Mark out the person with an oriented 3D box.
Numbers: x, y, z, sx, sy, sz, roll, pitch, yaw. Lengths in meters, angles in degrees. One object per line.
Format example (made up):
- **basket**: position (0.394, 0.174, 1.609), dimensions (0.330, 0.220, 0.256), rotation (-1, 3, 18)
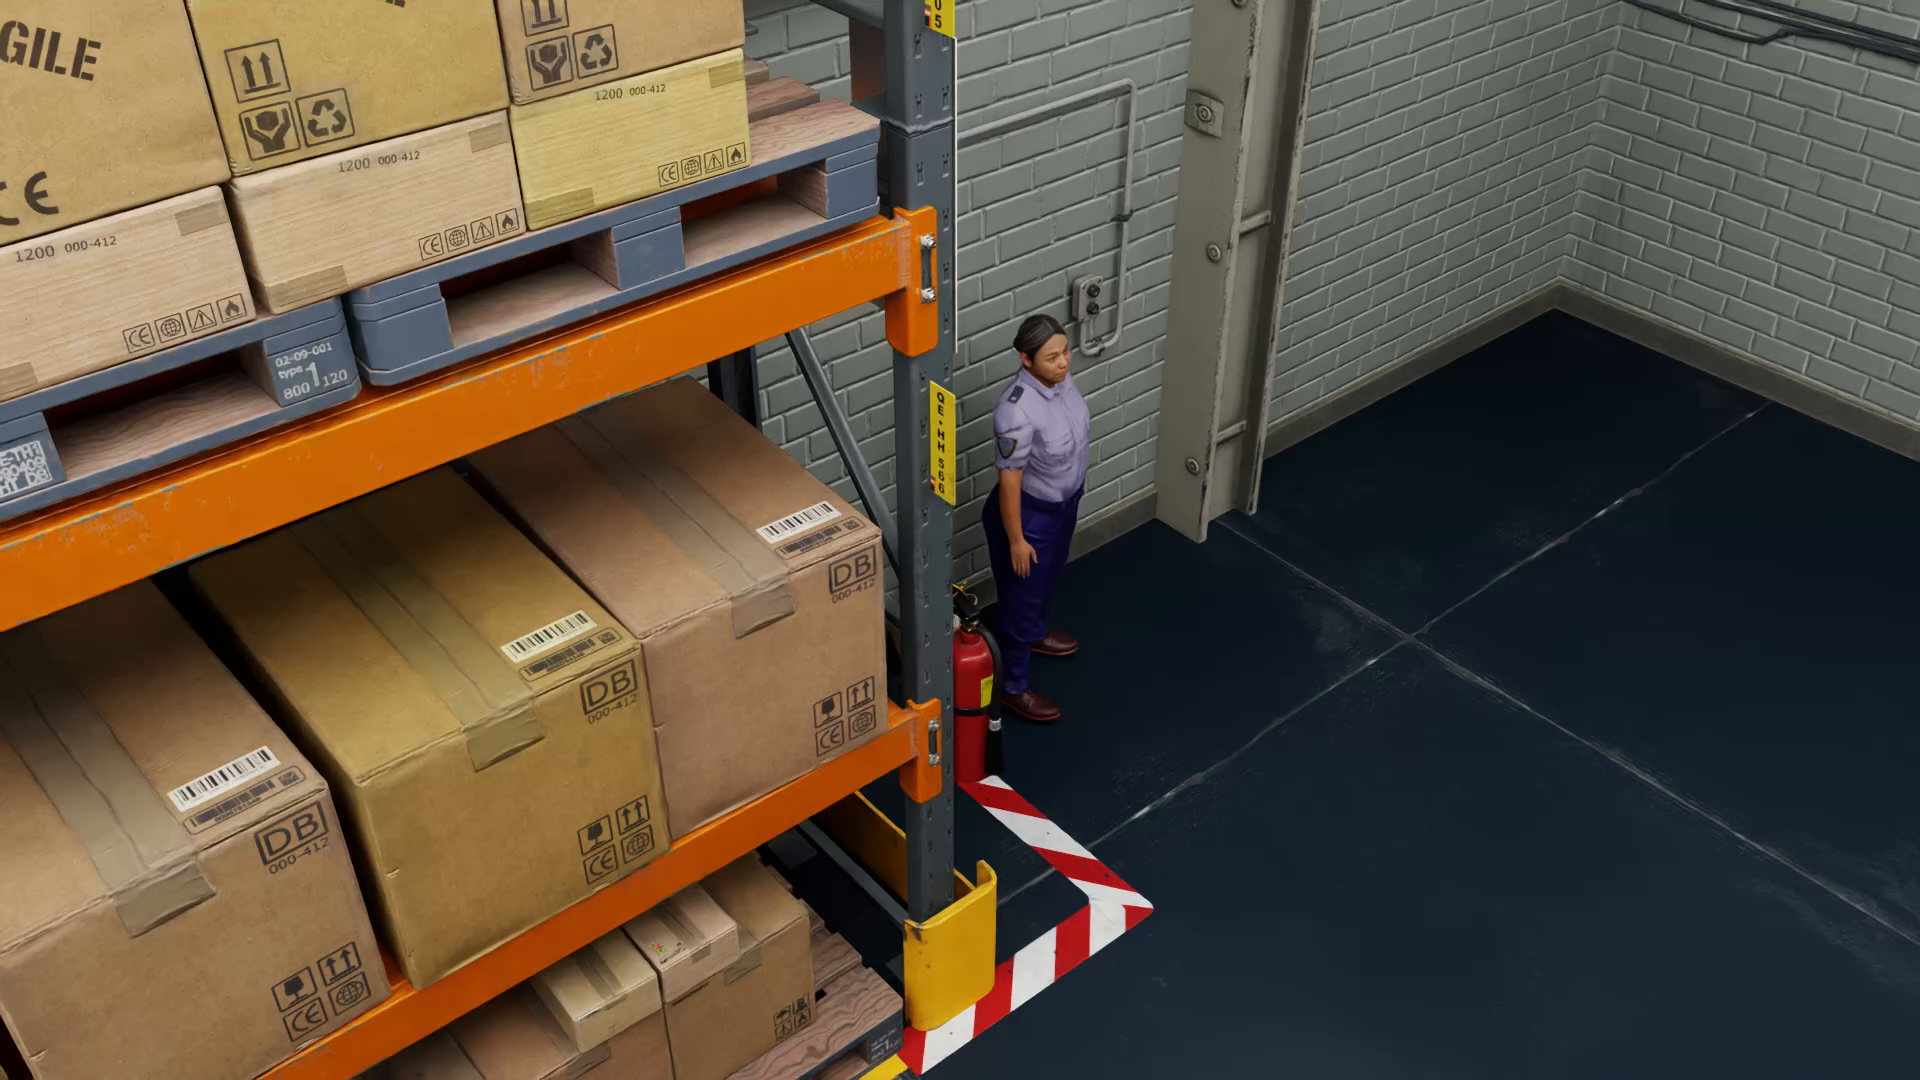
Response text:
- **person**: position (0.311, -0.106, 6.272), dimensions (0.390, 1.648, 0.551), rotation (17, 39, 21)
